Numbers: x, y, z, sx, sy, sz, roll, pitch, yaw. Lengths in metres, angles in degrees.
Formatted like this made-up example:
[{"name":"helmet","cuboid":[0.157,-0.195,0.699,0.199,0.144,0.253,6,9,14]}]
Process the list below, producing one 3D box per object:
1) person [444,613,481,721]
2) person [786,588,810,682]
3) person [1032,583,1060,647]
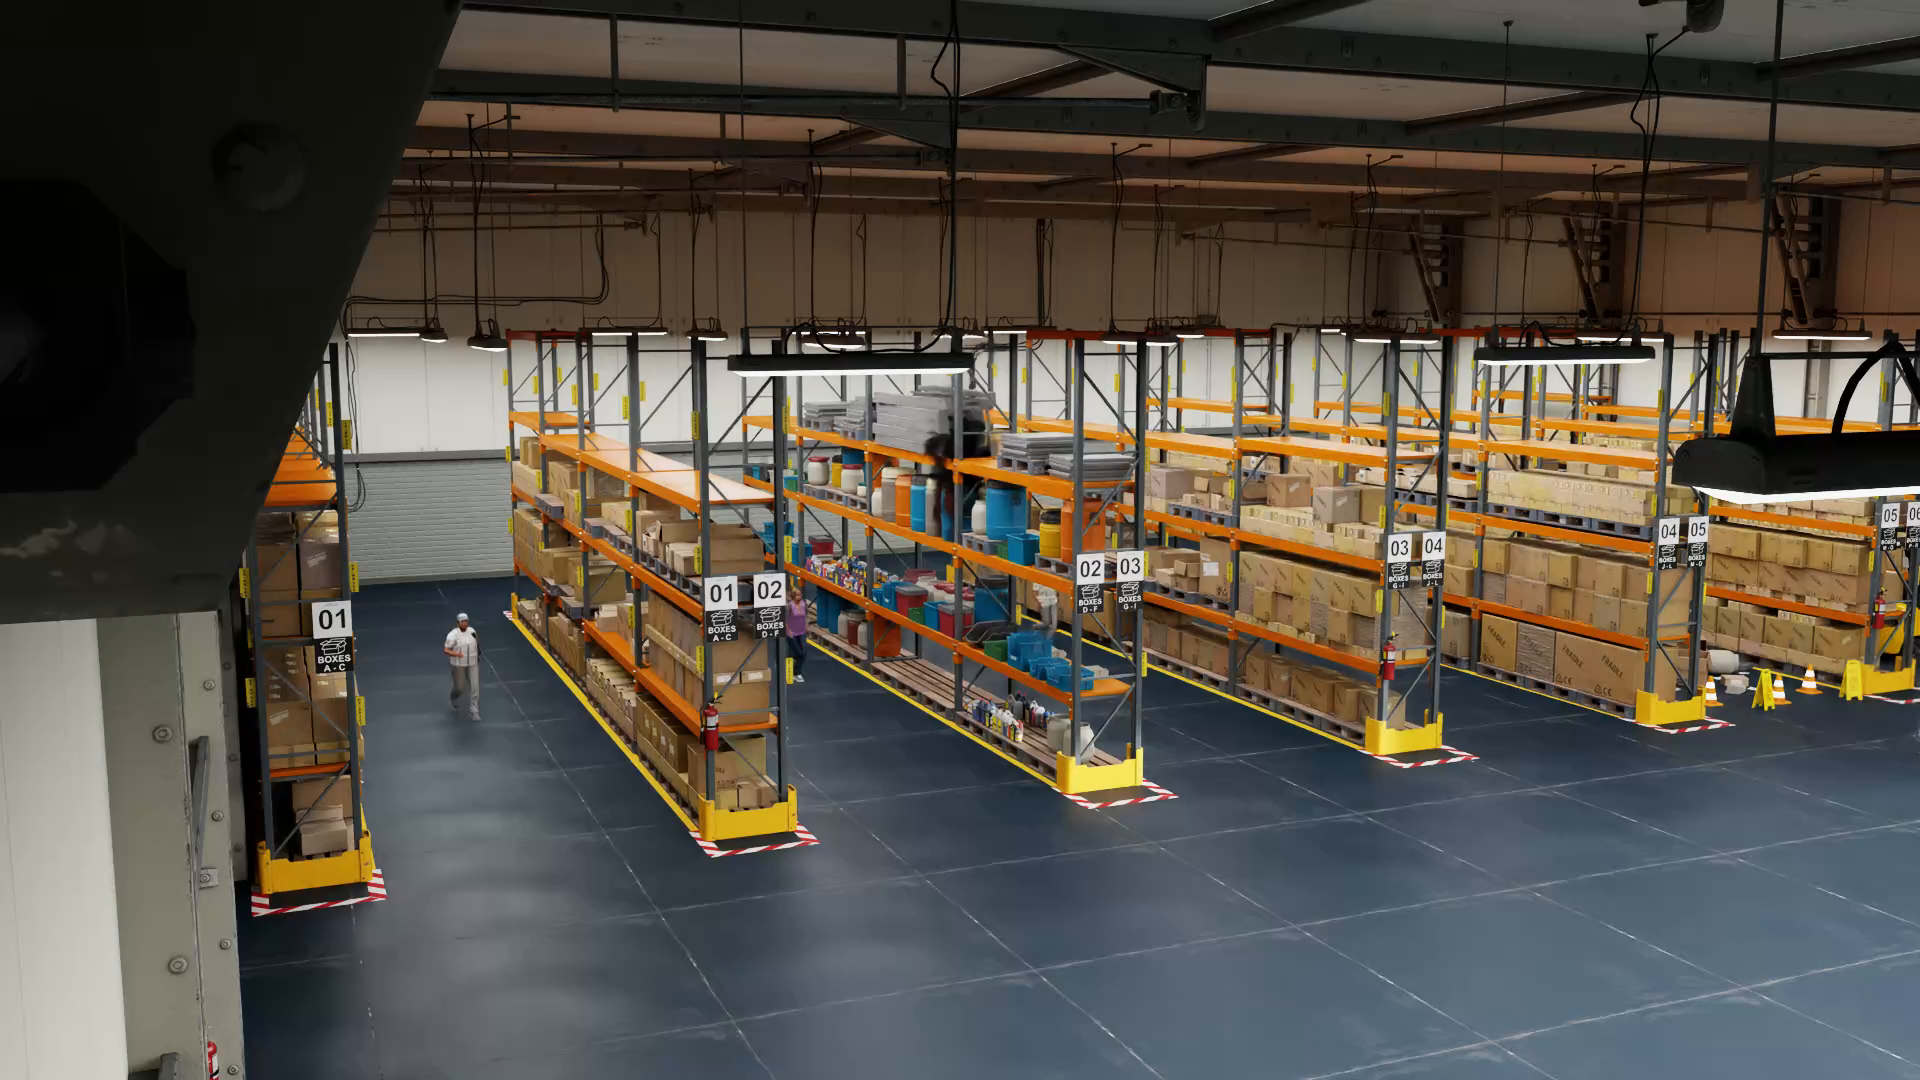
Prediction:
[{"name":"person","cuboid":[-7.780,1.966,26.095,0.608,1.662,0.903,-6,10,-36]},{"name":"person","cuboid":[-2.728,1.555,27.467,0.522,1.549,0.522,-6,10,-37]},{"name":"person","cuboid":[1.640,1.222,31.695,0.582,1.660,0.578,-4,9,-29]}]
